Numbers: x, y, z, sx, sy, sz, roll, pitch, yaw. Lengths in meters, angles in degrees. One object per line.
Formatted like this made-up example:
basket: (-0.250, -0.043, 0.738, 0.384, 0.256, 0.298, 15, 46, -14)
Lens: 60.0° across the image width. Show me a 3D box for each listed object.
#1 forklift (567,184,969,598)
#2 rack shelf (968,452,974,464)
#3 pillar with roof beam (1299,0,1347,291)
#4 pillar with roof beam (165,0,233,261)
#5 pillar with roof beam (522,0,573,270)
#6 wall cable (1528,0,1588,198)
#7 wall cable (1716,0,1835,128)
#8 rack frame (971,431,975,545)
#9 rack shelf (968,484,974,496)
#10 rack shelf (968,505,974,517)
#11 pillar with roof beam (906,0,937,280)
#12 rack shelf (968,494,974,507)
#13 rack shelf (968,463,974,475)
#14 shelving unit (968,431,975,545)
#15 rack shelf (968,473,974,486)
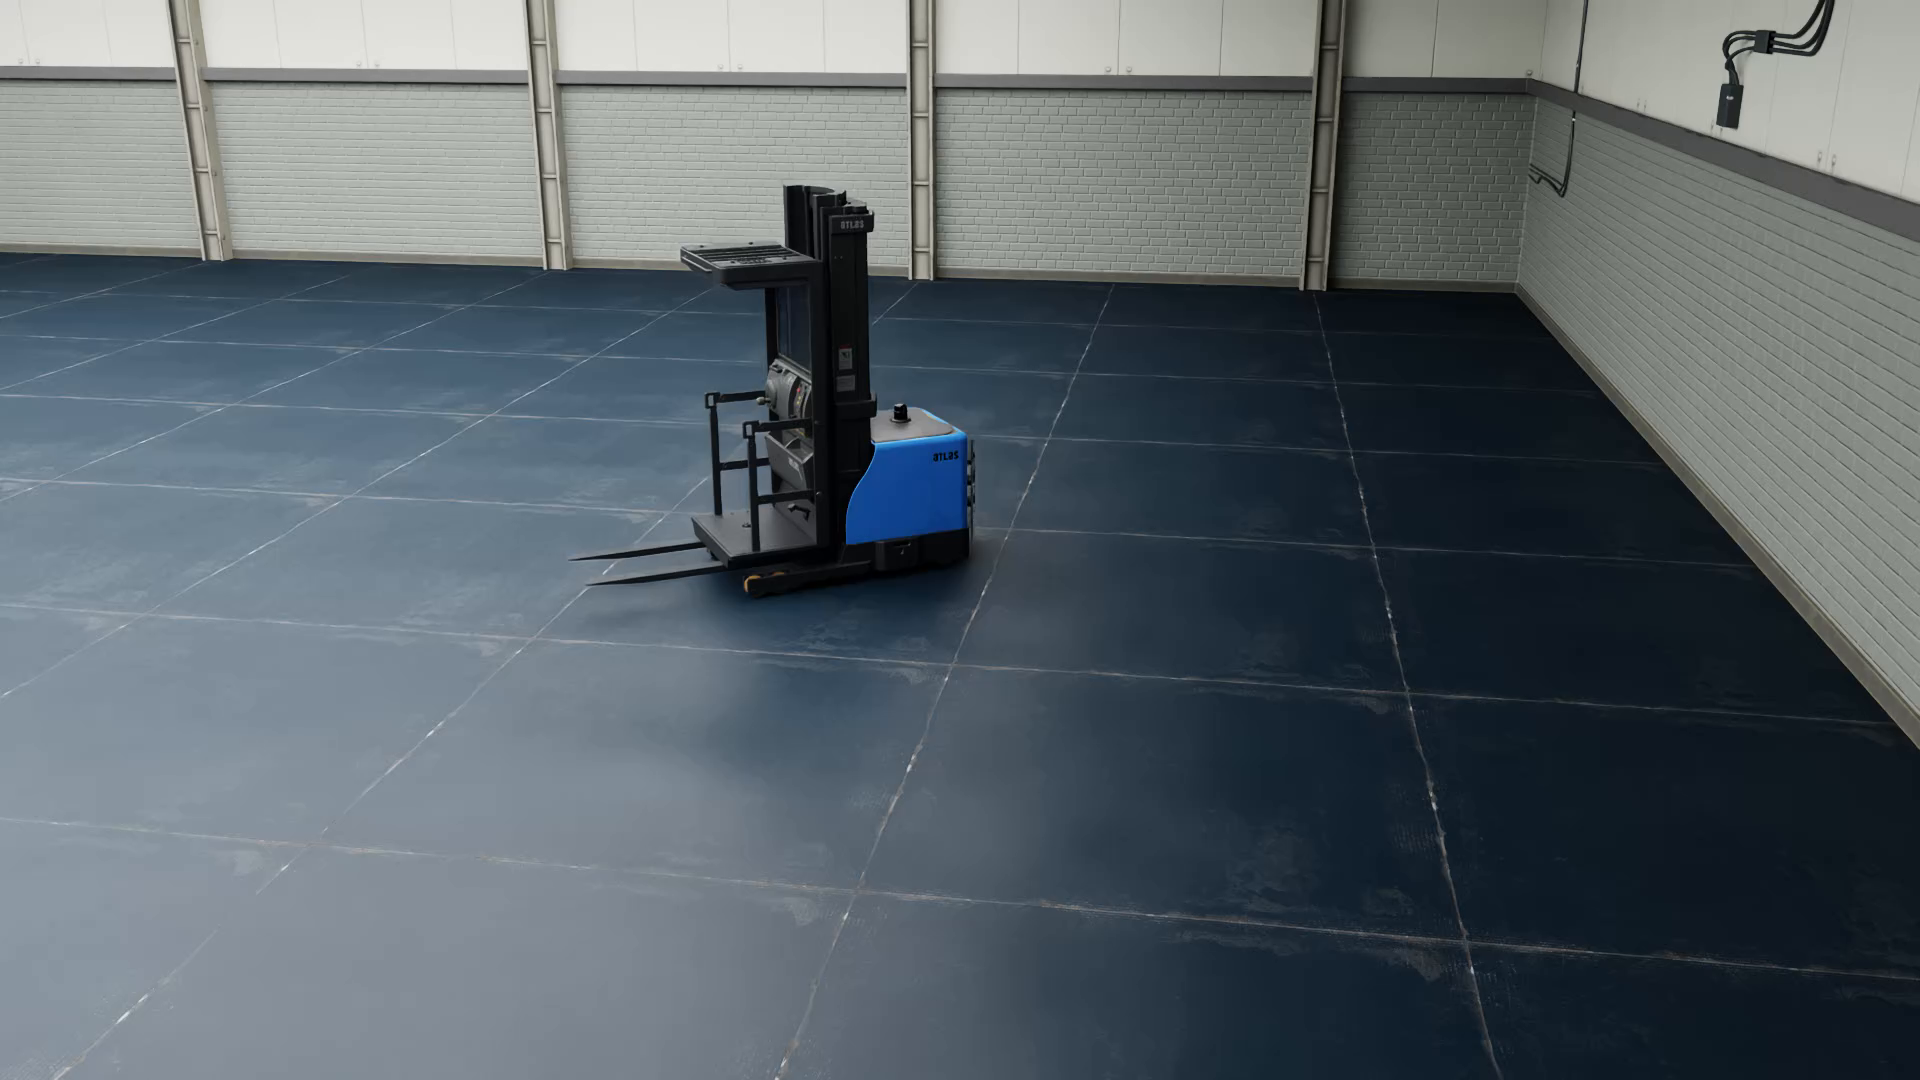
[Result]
forklift: (-1.488, -1.147, 12.612, 3.031, 2.935, 1.130, -8, 20, -23)
rack shelf: (0.007, -0.655, 13.596, 0.200, 0.077, 0.258, 2, 19, 7)
pillar with roof beam: (4.658, -6.721, 19.708, 0.400, 9.000, 9.100, 3, 19, 9)
pillar with roof beam: (-13.114, -7.627, 22.415, 0.400, 9.000, 9.100, 3, 19, 9)
pillar with roof beam: (-7.190, -7.325, 21.513, 0.400, 9.000, 9.100, 3, 19, 9)
wall cable: (8.039, -6.034, 22.550, 0.112, 2.526, 3.097, 3, 19, 9)
wall cable: (6.518, -6.146, 12.631, 0.169, 6.003, 2.305, 3, 19, 9)
rack frame: (0.107, -0.426, 13.659, 0.006, 0.900, 0.240, 2, 19, 7)
rack shelf: (0.007, -0.399, 13.682, 0.200, 0.077, 0.258, 2, 19, 7)
rack shelf: (0.007, -0.228, 13.739, 0.200, 0.077, 0.258, 2, 19, 7)
pillar with roof beam: (-1.266, -7.023, 20.610, 0.400, 9.000, 9.100, 3, 19, 9)
rack shelf: (0.007, -0.313, 13.710, 0.200, 0.077, 0.258, 2, 19, 7)
rack shelf: (0.007, -0.569, 13.625, 0.200, 0.077, 0.258, 2, 19, 7)
shelving unit: (0.007, -0.430, 13.671, 0.210, 0.900, 0.258, 2, 19, 7)
rack shelf: (0.007, -0.484, 13.653, 0.200, 0.077, 0.258, 2, 19, 7)
